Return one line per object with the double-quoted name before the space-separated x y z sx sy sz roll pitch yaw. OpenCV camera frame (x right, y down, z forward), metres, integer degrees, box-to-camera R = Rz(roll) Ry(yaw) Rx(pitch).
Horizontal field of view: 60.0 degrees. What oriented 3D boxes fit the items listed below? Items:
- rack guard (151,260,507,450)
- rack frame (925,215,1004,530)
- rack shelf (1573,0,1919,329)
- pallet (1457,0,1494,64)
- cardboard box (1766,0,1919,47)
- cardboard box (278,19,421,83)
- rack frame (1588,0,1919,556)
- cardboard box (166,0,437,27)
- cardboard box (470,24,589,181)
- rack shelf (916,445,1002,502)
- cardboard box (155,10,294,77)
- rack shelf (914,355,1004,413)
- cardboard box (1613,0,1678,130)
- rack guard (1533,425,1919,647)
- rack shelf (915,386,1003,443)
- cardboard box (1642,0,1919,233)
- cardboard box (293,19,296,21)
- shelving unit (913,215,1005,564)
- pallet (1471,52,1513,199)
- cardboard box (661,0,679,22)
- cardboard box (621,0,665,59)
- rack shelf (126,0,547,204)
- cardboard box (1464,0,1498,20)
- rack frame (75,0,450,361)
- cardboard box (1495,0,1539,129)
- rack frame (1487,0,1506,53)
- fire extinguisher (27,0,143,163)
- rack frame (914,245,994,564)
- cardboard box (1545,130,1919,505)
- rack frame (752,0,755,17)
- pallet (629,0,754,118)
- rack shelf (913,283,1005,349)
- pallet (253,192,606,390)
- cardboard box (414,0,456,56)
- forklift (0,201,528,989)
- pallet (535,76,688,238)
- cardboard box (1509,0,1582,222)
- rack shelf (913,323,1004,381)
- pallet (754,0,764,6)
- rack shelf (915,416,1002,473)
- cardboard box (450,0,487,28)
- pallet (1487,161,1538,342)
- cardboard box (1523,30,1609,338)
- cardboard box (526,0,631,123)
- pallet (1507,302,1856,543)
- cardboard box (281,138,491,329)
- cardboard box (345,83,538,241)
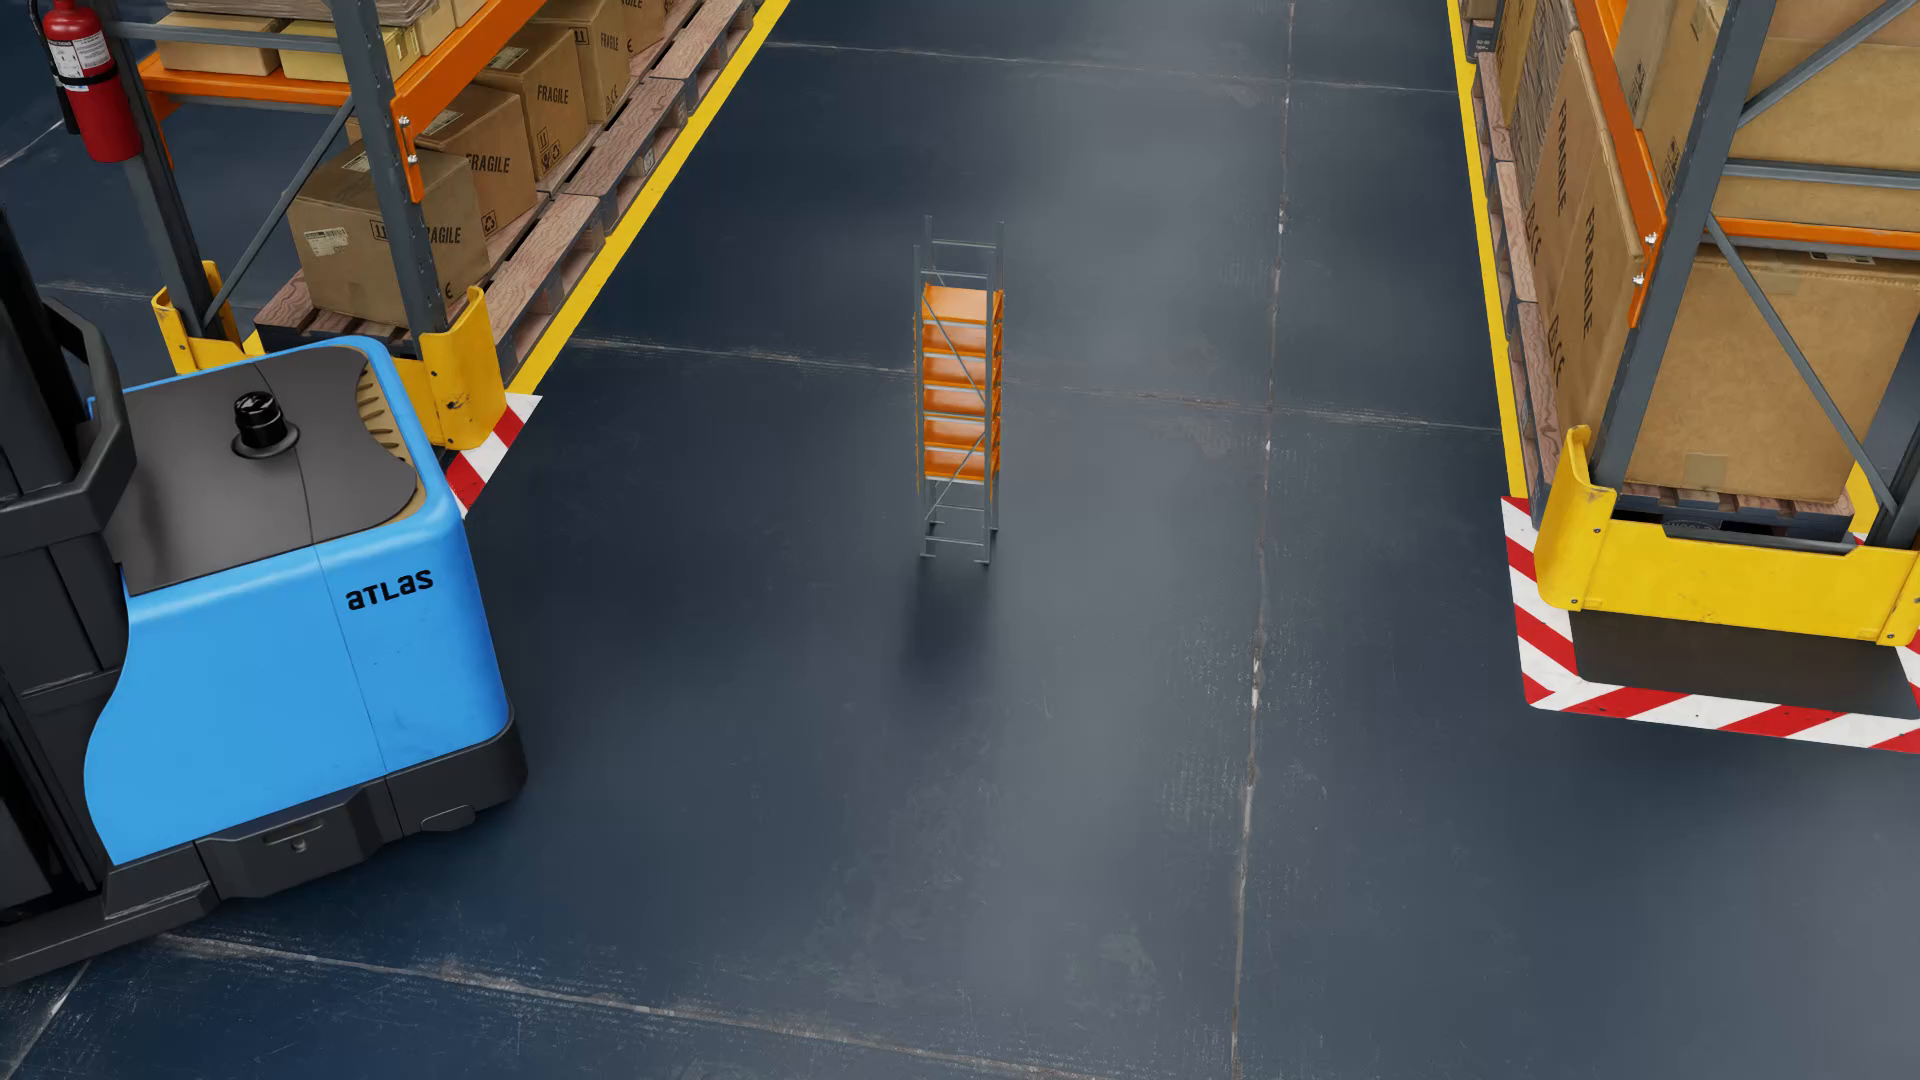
"rack guard" -2.329 -0.690 6.192 1.175 0.500 0.348 6 40 8
"rack frame" 0.013 -0.511 5.426 0.240 1.200 0.006 6 40 8
"rack shelf" 2.872 -1.973 6.347 1.077 0.370 4.000 6 40 8
"pallet" 3.277 -2.923 9.120 1.003 0.211 1.213 6 40 8
"cardboard box" 2.628 -1.698 4.484 0.875 0.550 0.550 6 40 8
"cardboard box" -2.058 -1.661 5.602 0.380 0.149 0.250 6 40 8
"rack frame" 2.526 -0.995 4.599 1.000 3.000 0.127 6 40 8
"cardboard box" -2.220 -2.101 5.625 0.875 0.500 0.500 6 40 8
"cardboard box" -2.021 -1.964 7.403 0.500 0.500 0.500 10 41 12
"rack shelf" -0.003 -0.234 5.538 0.258 0.103 0.180 6 40 8
"cardboard box" -2.496 -1.710 5.661 0.380 0.149 0.250 6 40 8
"rack shelf" -0.002 -0.512 5.309 0.258 0.103 0.180 6 40 8
"cardboard box" 2.619 -1.638 5.260 0.875 0.550 0.550 6 40 8
"rack guard" 2.522 -0.016 5.378 1.175 0.500 0.348 6 40 8
"rack shelf" -0.002 -0.419 5.385 0.258 0.103 0.180 6 40 8
"cardboard box" 2.545 -1.291 4.839 0.875 0.550 0.550 6 40 8
"cardboard box" -2.452 -1.867 5.851 0.380 0.149 0.250 6 40 8
"shelving unit" -0.002 -0.453 5.357 0.258 1.200 0.189 6 40 8
"pallet" 3.009 -1.962 7.957 1.003 0.211 1.213 6 40 8
"cardboard box" -1.758 -3.067 8.738 0.500 0.500 0.500 5 40 6
"cardboard box" -1.850 -2.707 8.302 0.500 0.500 0.500 19 43 21
"rack shelf" -1.996 -2.583 7.085 1.077 0.370 4.000 6 40 8
"cardboard box" 3.237 -3.200 8.702 1.050 0.750 0.750 6 40 7
"rack frame" -2.342 -1.605 5.338 1.000 3.000 0.127 6 40 8
"cardboard box" 3.040 -2.461 7.711 0.875 0.875 0.875 7 40 8
"rack frame" 3.218 -3.505 7.636 1.000 3.000 0.127 6 40 8
"fire extinguisher" -2.815 -1.554 5.337 0.296 0.674 0.183 6 40 8
"rack frame" -0.018 -0.396 5.287 0.240 1.200 0.006 6 40 8
"cardboard box" 2.578 -0.771 5.666 0.875 0.875 0.875 7 40 8
"rack frame" -1.650 -4.116 8.374 1.000 3.000 0.127 6 40 8
"pallet" -1.731 -2.616 8.748 1.003 0.211 1.213 6 40 8
"rack shelf" -0.002 -0.697 5.156 0.258 0.103 0.180 6 40 8
"pallet" -2.153 -1.084 6.896 1.003 0.211 1.213 6 40 8
"cardboard box" -1.995 -1.816 5.789 0.380 0.149 0.250 6 40 8
"forklift" -2.799 -0.213 3.708 3.031 2.935 1.130 -18 43 -21
"pallet" -1.940 -1.848 7.819 1.003 0.211 1.213 6 40 8
"cardboard box" 2.888 -1.895 7.026 0.875 0.875 0.875 7 40 8
"rack shelf" -0.002 -0.604 5.232 0.258 0.103 0.180 6 40 8
"pallet" -1.516 -3.530 9.854 1.003 0.211 1.213 6 40 8
"rack shelf" -0.003 -0.327 5.461 0.258 0.103 0.180 6 40 8
"cardboard box" -1.937 -1.971 5.977 0.380 0.149 0.250 6 40 8
"pallet" 2.801 -1.194 7.029 1.003 0.211 1.213 6 40 8
"cardboard box" 2.728 -1.323 6.334 0.875 0.875 0.875 6 40 7
"cardboard box" -1.880 -2.309 7.821 0.500 0.500 0.500 3 40 4
"pallet" 2.587 -0.431 6.105 1.003 0.211 1.213 6 40 8
"cardboard box" -2.217 -1.194 6.472 0.500 0.500 0.500 14 41 16
"cardboard box" -2.148 -1.573 6.930 0.500 0.500 0.500 17 42 19
